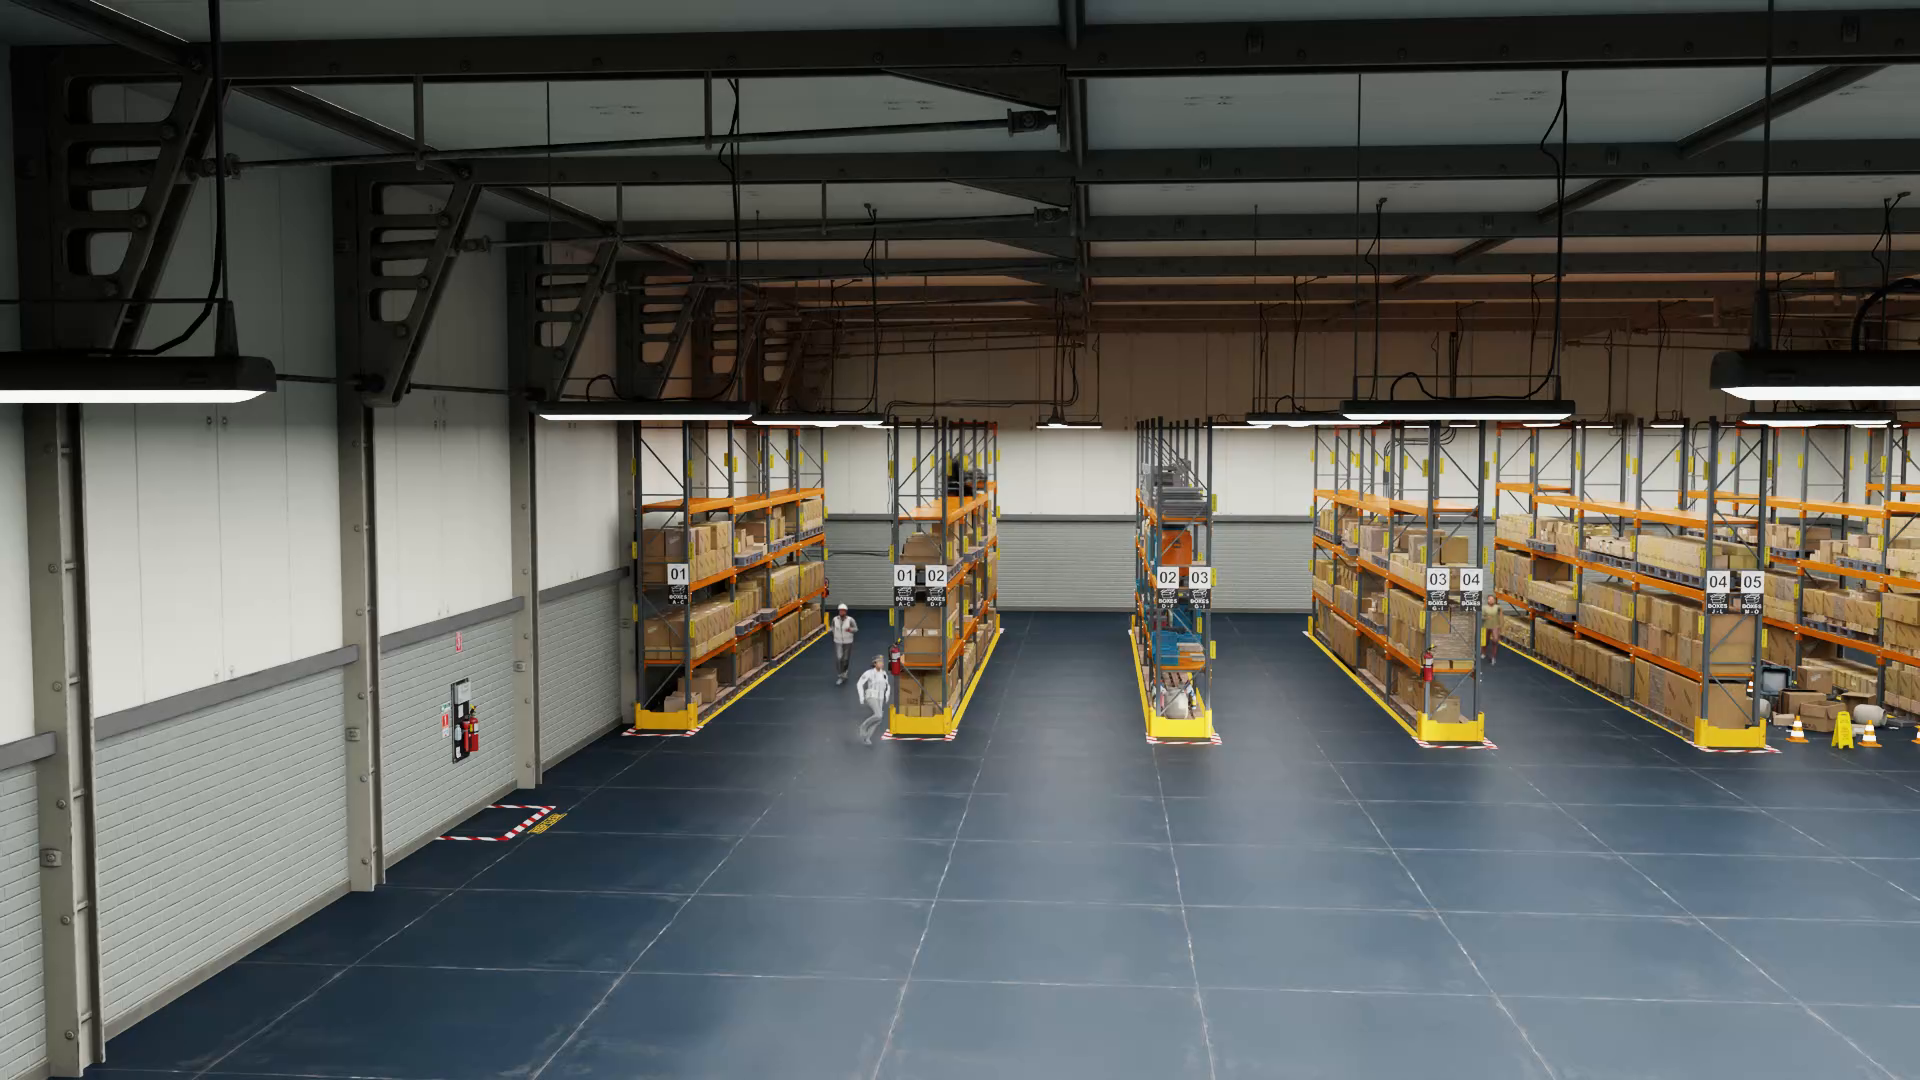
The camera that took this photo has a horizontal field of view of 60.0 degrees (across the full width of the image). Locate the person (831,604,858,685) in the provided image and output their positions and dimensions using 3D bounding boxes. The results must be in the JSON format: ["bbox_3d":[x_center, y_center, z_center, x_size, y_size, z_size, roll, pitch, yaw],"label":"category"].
[{"bbox_3d":[-2.637,2.367,37.969,0.630,1.837,0.789,0,4,-1],"label":"person"}]

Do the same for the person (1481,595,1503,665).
[{"bbox_3d":[13.151,2.198,41.223,0.582,1.708,0.901,1,4,10],"label":"person"}]

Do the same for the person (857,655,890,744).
[{"bbox_3d":[-1.509,2.920,30.483,0.638,1.618,0.506,-3,5,-38],"label":"person"}]
